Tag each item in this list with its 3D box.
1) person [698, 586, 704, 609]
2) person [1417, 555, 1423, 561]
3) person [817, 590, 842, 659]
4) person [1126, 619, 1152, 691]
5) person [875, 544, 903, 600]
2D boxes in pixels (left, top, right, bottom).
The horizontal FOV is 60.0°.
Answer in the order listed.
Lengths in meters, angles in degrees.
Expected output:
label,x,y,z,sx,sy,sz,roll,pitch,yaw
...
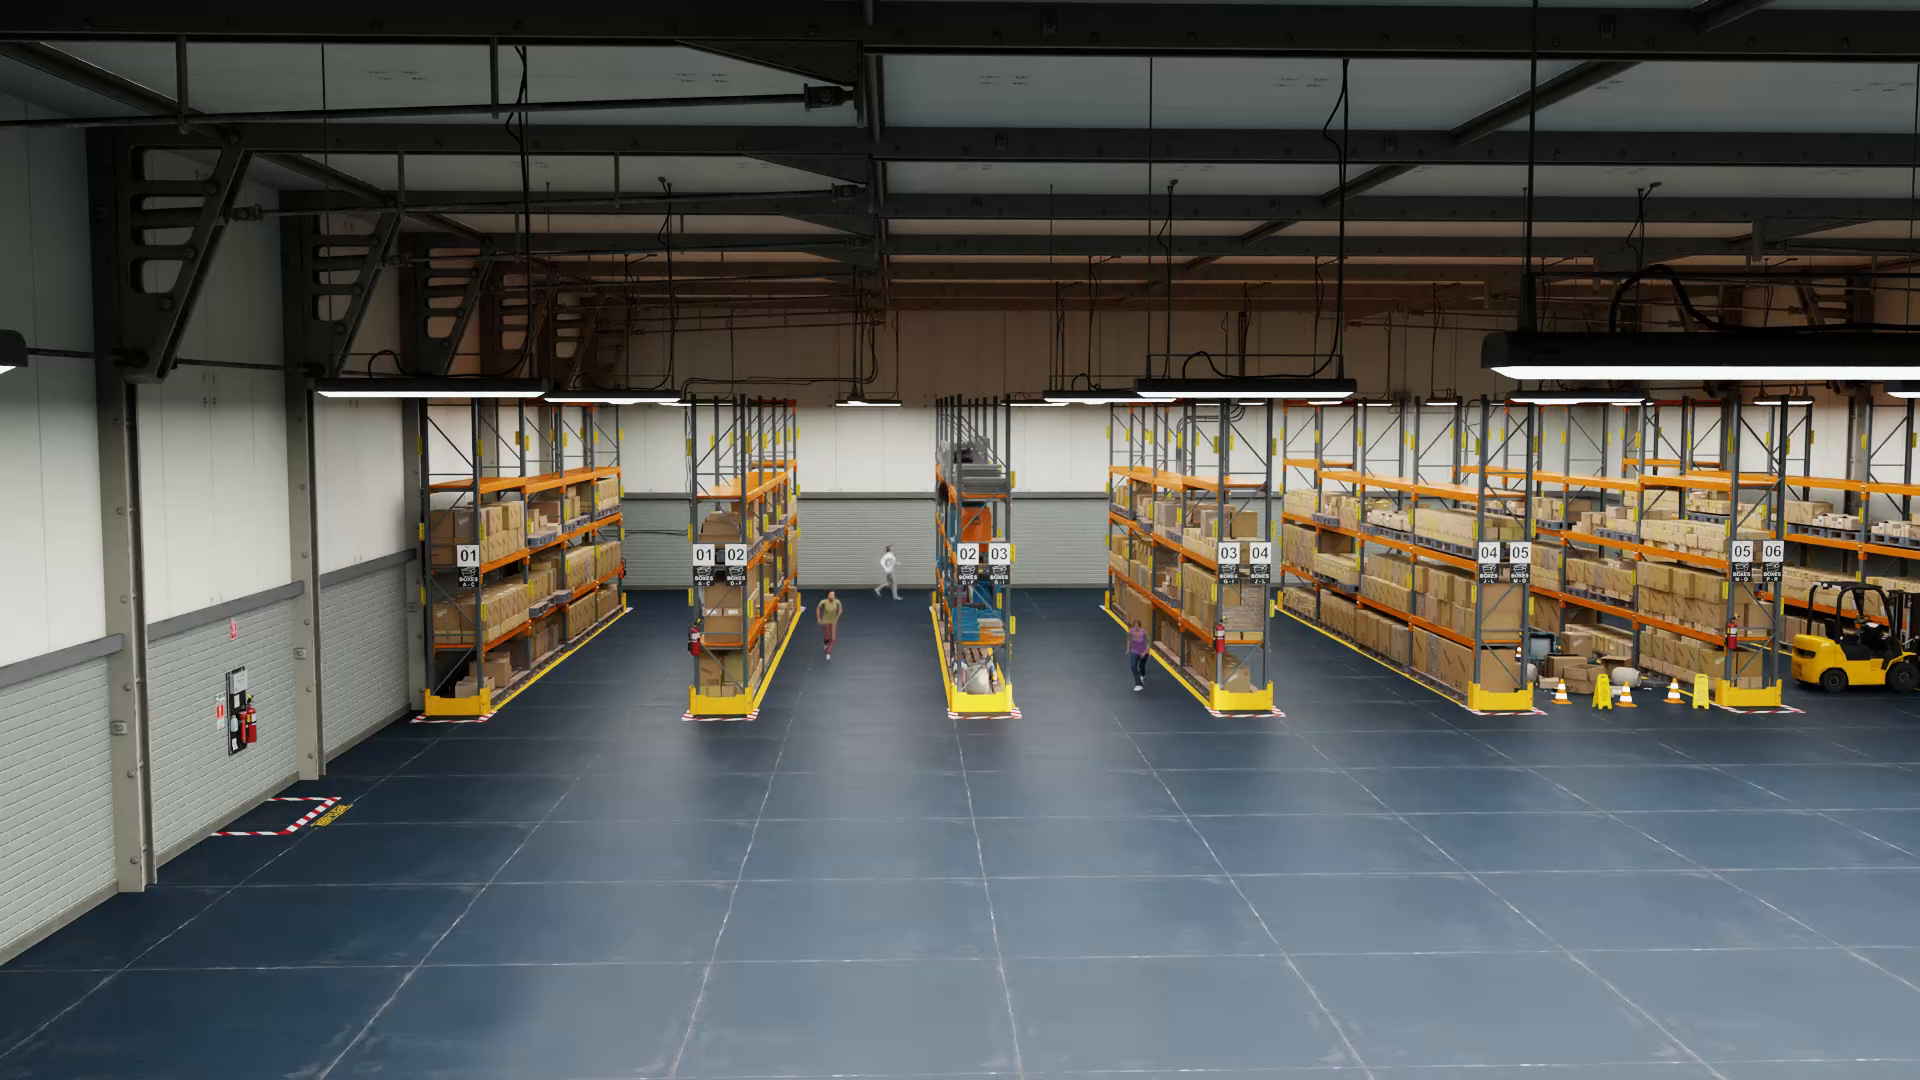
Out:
label,x,y,z,sx,sy,sz,roll,pitch,yaw
person,-7.007,1.373,45.680,0.699,1.484,0.973,-1,5,-17
person,13.581,0.992,49.291,0.826,1.731,0.599,-1,5,-11
person,-2.995,1.919,38.221,0.565,1.602,0.649,-2,5,-20
person,3.679,2.296,33.837,0.520,1.459,0.964,2,5,20
person,-2.146,0.948,49.839,0.872,1.673,0.598,1,5,7
